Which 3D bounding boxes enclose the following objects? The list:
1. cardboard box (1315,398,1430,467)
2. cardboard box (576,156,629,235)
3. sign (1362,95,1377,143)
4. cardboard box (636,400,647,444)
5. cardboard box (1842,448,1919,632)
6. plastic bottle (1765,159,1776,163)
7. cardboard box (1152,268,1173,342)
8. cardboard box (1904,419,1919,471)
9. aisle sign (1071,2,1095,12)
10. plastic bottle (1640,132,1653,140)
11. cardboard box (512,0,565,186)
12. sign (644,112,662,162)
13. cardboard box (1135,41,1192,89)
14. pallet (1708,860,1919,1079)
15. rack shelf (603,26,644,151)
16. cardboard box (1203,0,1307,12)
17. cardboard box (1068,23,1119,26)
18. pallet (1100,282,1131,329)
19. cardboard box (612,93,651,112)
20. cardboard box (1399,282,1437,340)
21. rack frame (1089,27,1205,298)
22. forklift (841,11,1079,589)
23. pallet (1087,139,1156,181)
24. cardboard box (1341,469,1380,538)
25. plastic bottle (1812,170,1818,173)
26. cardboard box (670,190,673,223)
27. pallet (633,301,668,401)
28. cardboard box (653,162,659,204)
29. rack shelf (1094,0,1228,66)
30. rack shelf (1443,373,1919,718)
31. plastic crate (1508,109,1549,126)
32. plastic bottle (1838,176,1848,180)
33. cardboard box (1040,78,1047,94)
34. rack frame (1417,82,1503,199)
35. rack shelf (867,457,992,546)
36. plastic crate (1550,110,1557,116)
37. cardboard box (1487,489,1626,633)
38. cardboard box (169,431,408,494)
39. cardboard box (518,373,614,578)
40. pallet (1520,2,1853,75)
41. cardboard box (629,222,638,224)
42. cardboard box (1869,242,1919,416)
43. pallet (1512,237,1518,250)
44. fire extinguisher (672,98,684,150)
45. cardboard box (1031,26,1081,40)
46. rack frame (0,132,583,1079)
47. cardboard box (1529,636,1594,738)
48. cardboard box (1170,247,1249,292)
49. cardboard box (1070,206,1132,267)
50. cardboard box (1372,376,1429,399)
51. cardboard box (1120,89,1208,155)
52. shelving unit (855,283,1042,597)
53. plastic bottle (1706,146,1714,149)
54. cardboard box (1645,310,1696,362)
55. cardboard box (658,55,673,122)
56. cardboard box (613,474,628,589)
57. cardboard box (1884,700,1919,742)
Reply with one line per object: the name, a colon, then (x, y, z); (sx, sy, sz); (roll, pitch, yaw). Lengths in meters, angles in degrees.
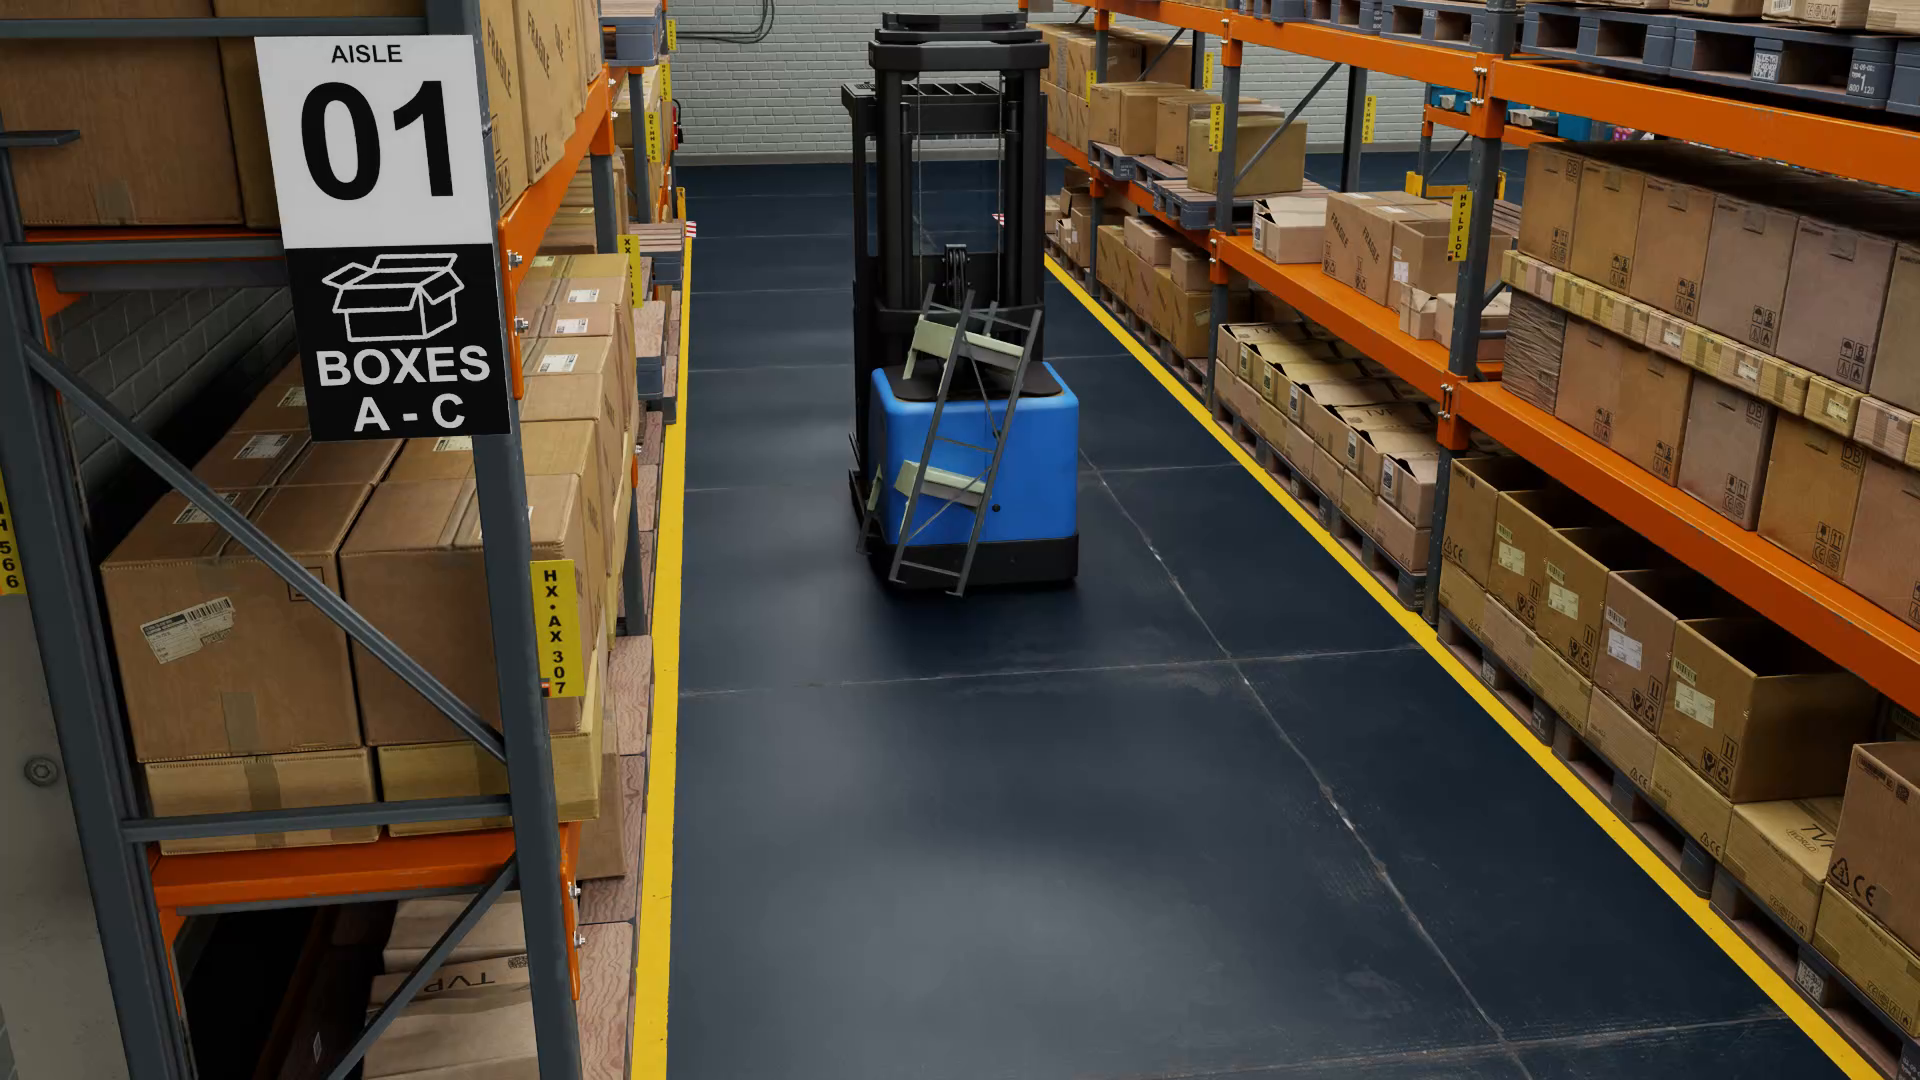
cardboard box: (2.406, -0.655, 9.711); (0.500, 0.311, 0.500); (-3, 21, -8)
cardboard box: (-2.394, -2.038, 10.113); (0.700, 0.500, 0.500); (-5, 21, -13)
sign: (2.871, -2.962, 11.704); (0.100, 0.325, 0.005); (-3, 21, -8)
cardboard box: (-2.424, -0.928, 10.856); (0.700, 0.500, 0.500); (-3, 21, -7)
cardboard box: (3.341, -0.011, 5.316); (0.700, 0.500, 0.500); (-2, 21, -6)
plastic bottle: (7.203, -3.418, 14.756); (0.152, 0.276, 0.135); (-3, 21, -8)
cardboard box: (1.881, -1.917, 13.504); (0.500, 0.500, 0.500); (-4, 21, -10)
cardboard box: (3.156, -0.273, 5.090); (0.380, 0.149, 0.250); (-3, 21, -9)
aisle sign: (1.463, -6.417, 18.895); (0.394, 0.787, 0.004); (-3, 21, -8)
plastic bottle: (6.390, -3.659, 15.404); (0.152, 0.276, 0.135); (-3, 21, -8)
cardboard box: (-1.269, -1.147, 4.041); (0.500, 0.500, 0.500); (-2, 21, -4)
sign: (-2.043, -2.675, 11.050); (0.100, 0.325, 0.005); (-3, 21, -8)
cardboard box: (1.956, -4.468, 15.819); (0.500, 0.500, 0.500); (-2, 21, -6)
pallet: (3.324, 1.423, 5.604); (1.003, 0.211, 1.213); (-3, 21, -8)
rack shelf: (-2.291, -2.515, 8.903); (1.077, 0.370, 4.000); (-3, 21, -8)
cardboard box: (2.226, -3.992, 11.686); (0.910, 0.500, 0.500); (-3, 21, -8)
cardboard box: (1.506, -5.535, 18.677); (0.500, 0.500, 0.500); (-3, 21, -8)
pallet: (1.900, -2.189, 15.276); (1.003, 0.211, 1.213); (-3, 21, -8)
cardboard box: (-2.468, -3.042, 11.906); (0.500, 0.250, 0.500); (-3, 21, -9)
cardboard box: (2.591, -1.238, 8.935); (0.396, 0.266, 0.258); (-3, 21, -9)
rack frame: (1.746, -3.775, 15.537); (1.000, 3.000, 0.127); (-3, 21, -8)
forklift: (-0.096, -1.591, 9.787); (1.130, 2.935, 3.031); (-3, 21, -8)
pallet: (1.753, -3.403, 14.815); (1.003, 0.211, 1.213); (-3, 21, -8)
cardboard box: (2.481, -0.218, 9.343); (0.500, 0.250, 0.500); (-3, 21, -9)
plastic bottle: (6.711, -2.783, 13.046); (0.061, 0.283, 0.133); (-3, 21, -8)
cardboard box: (-3.532, -3.697, 18.301); (0.700, 0.500, 0.500); (-3, 21, -8)
pallet: (-1.969, -0.936, 8.210); (1.003, 0.211, 1.213); (-3, 21, -8)
cardboard box: (-2.462, -2.698, 12.055); (0.500, 0.500, 0.500); (-2, 21, -6)
rack shelf: (2.034, -4.151, 13.284); (1.077, 0.370, 4.000); (-3, 21, -8)
rack shelf: (3.187, 0.024, 6.393); (1.077, 0.370, 4.000); (-3, 21, -8)
plastic crate: (6.100, -4.516, 17.812); (0.293, 0.136, 0.466); (-3, 21, -8)
plastic bottle: (7.373, -3.072, 13.839); (0.097, 0.271, 0.097); (0, 20, 0)
cardboard box: (1.121, -4.688, 17.837); (0.500, 0.500, 0.500); (-3, 21, -8)
rack frame: (6.071, -5.409, 19.910); (1.000, 3.000, 0.127); (-3, 21, -8)
rack shelf: (-0.166, -0.231, 8.719); (0.431, 0.370, 0.720); (13, 7, -19)
plastic crate: (6.621, -4.660, 18.060); (0.416, 0.233, 0.300); (-3, 21, -8)
cardboard box: (2.736, 0.084, 7.463); (0.500, 0.500, 0.500); (-3, 21, -8)
cardboard box: (-1.767, 0.013, 4.508); (0.500, 0.500, 0.500); (-3, 21, -7)
cardboard box: (-1.327, -0.191, 5.054); (0.500, 0.500, 0.500); (-4, 21, -10)
pallet: (3.048, -2.075, 6.824); (1.003, 0.211, 1.213); (-3, 21, -8)
cardboard box: (-2.397, -2.156, 11.533); (0.380, 0.149, 0.250); (-3, 21, -9)
cardboard box: (3.332, -0.637, 5.139); (0.700, 0.500, 0.500); (-3, 21, -9)
pallet: (6.504, -2.970, 17.367); (1.003, 0.211, 1.213); (-3, 21, -8)
fire extinguisher: (-3.297, -4.774, 18.853); (0.296, 0.674, 0.183); (-3, 21, -8)
cardboard box: (1.055, -5.328, 18.122); (0.500, 0.500, 0.500); (-3, 21, -7)
rack frame: (-1.426, 0.631, 3.740); (1.000, 3.000, 0.127); (-3, 21, -8)
cardboard box: (2.800, 0.609, 7.129); (0.500, 0.250, 0.500); (-3, 21, -8)
cardboard box: (1.943, -2.108, 12.945); (0.500, 0.250, 0.500); (-2, 21, -6)
cardboard box: (1.383, -2.993, 16.387); (0.500, 0.500, 0.500); (-3, 21, -8)
cardboard box: (2.863, -0.865, 10.272); (0.500, 0.311, 0.500); (-2, 21, -6)
cardboard box: (1.755, -3.609, 14.348); (0.700, 0.500, 0.500); (0, 20, 1)
shelving unit: (-0.078, -0.543, 8.682); (0.431, 1.500, 0.755); (13, 7, -19)
plastic bottle: (6.508, -3.308, 14.470); (0.097, 0.271, 0.097); (0, 20, 0)
cardboard box: (2.936, -0.807, 6.521); (0.380, 0.149, 0.250); (-4, 21, -9)
cardboard box: (-3.649, -4.873, 18.049); (0.980, 0.700, 0.700); (-2, 21, -5)
cardboard box: (-1.409, -0.024, 5.680); (0.500, 0.250, 0.500); (-3, 21, -7)
cardboard box: (3.545, 0.750, 5.680); (0.500, 0.500, 0.500); (-3, 21, -8)
